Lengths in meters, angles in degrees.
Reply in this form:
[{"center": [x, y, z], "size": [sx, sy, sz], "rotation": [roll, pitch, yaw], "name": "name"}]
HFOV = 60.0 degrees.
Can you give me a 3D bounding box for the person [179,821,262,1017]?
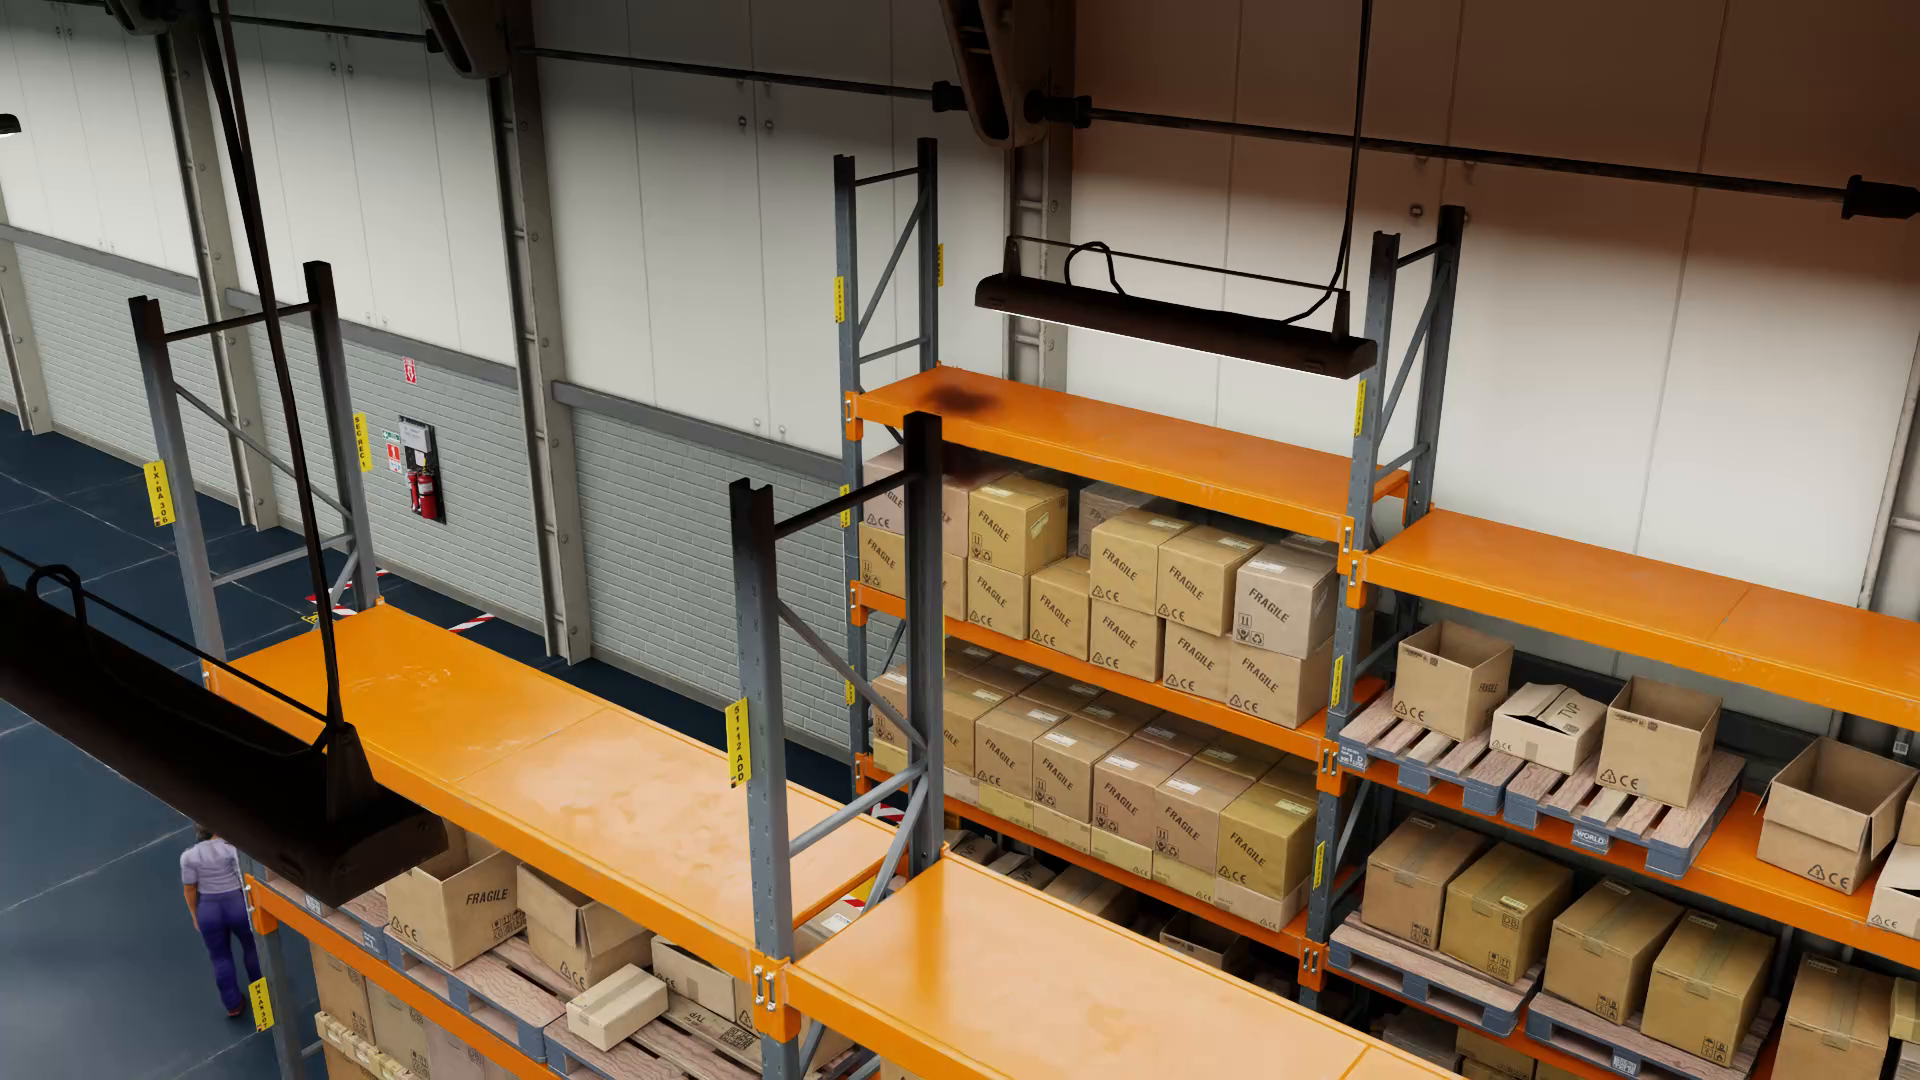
[{"center": [-5.330, 2.682, 12.084], "size": [0.492, 1.663, 0.429], "rotation": [-6, 23, -14], "name": "person"}]
